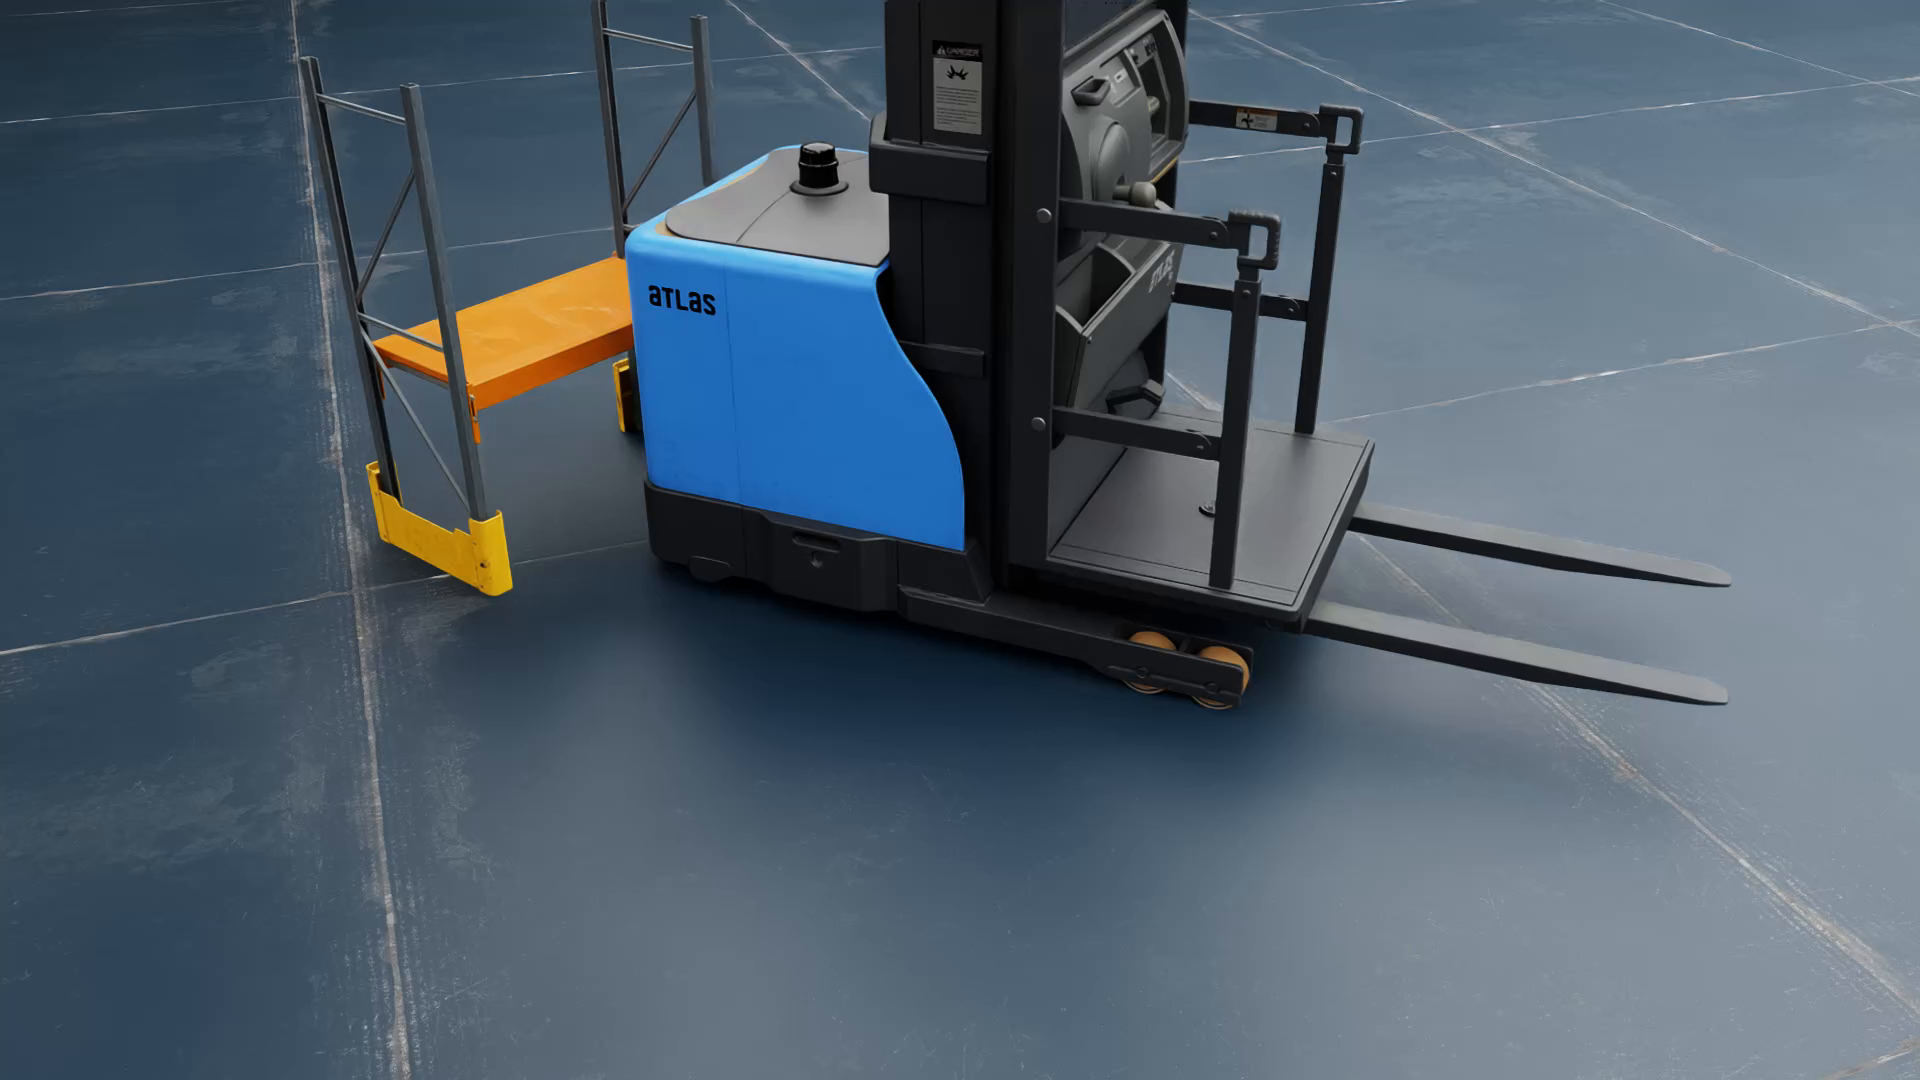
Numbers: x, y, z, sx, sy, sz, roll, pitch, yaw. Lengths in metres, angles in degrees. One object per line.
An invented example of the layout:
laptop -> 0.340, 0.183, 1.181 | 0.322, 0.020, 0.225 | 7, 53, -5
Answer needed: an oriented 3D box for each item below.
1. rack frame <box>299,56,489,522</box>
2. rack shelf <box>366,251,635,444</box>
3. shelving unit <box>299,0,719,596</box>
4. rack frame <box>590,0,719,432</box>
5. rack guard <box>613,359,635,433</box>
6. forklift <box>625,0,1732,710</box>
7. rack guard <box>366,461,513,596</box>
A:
rack frame -> -1.592, -0.587, 4.765 | 0.500, 1.500, 0.032 | 22, 36, 33
rack shelf -> -1.275, -0.627, 5.199 | 0.538, 0.185, 1.000 | 22, 36, 33
shelving unit -> -1.281, -0.780, 5.104 | 0.587, 1.500, 1.083 | 22, 36, 33
rack frame -> -0.958, -0.980, 5.455 | 0.500, 1.500, 0.032 | 22, 36, 33
rack guard -> -0.970, -0.429, 5.751 | 0.587, 0.250, 0.087 | 22, 36, 33
forklift -> 0.623, -1.119, 4.253 | 3.031, 2.935, 1.130 | 12, 32, 20
rack guard -> -1.591, -0.044, 5.075 | 0.587, 0.250, 0.087 | 22, 36, 33
